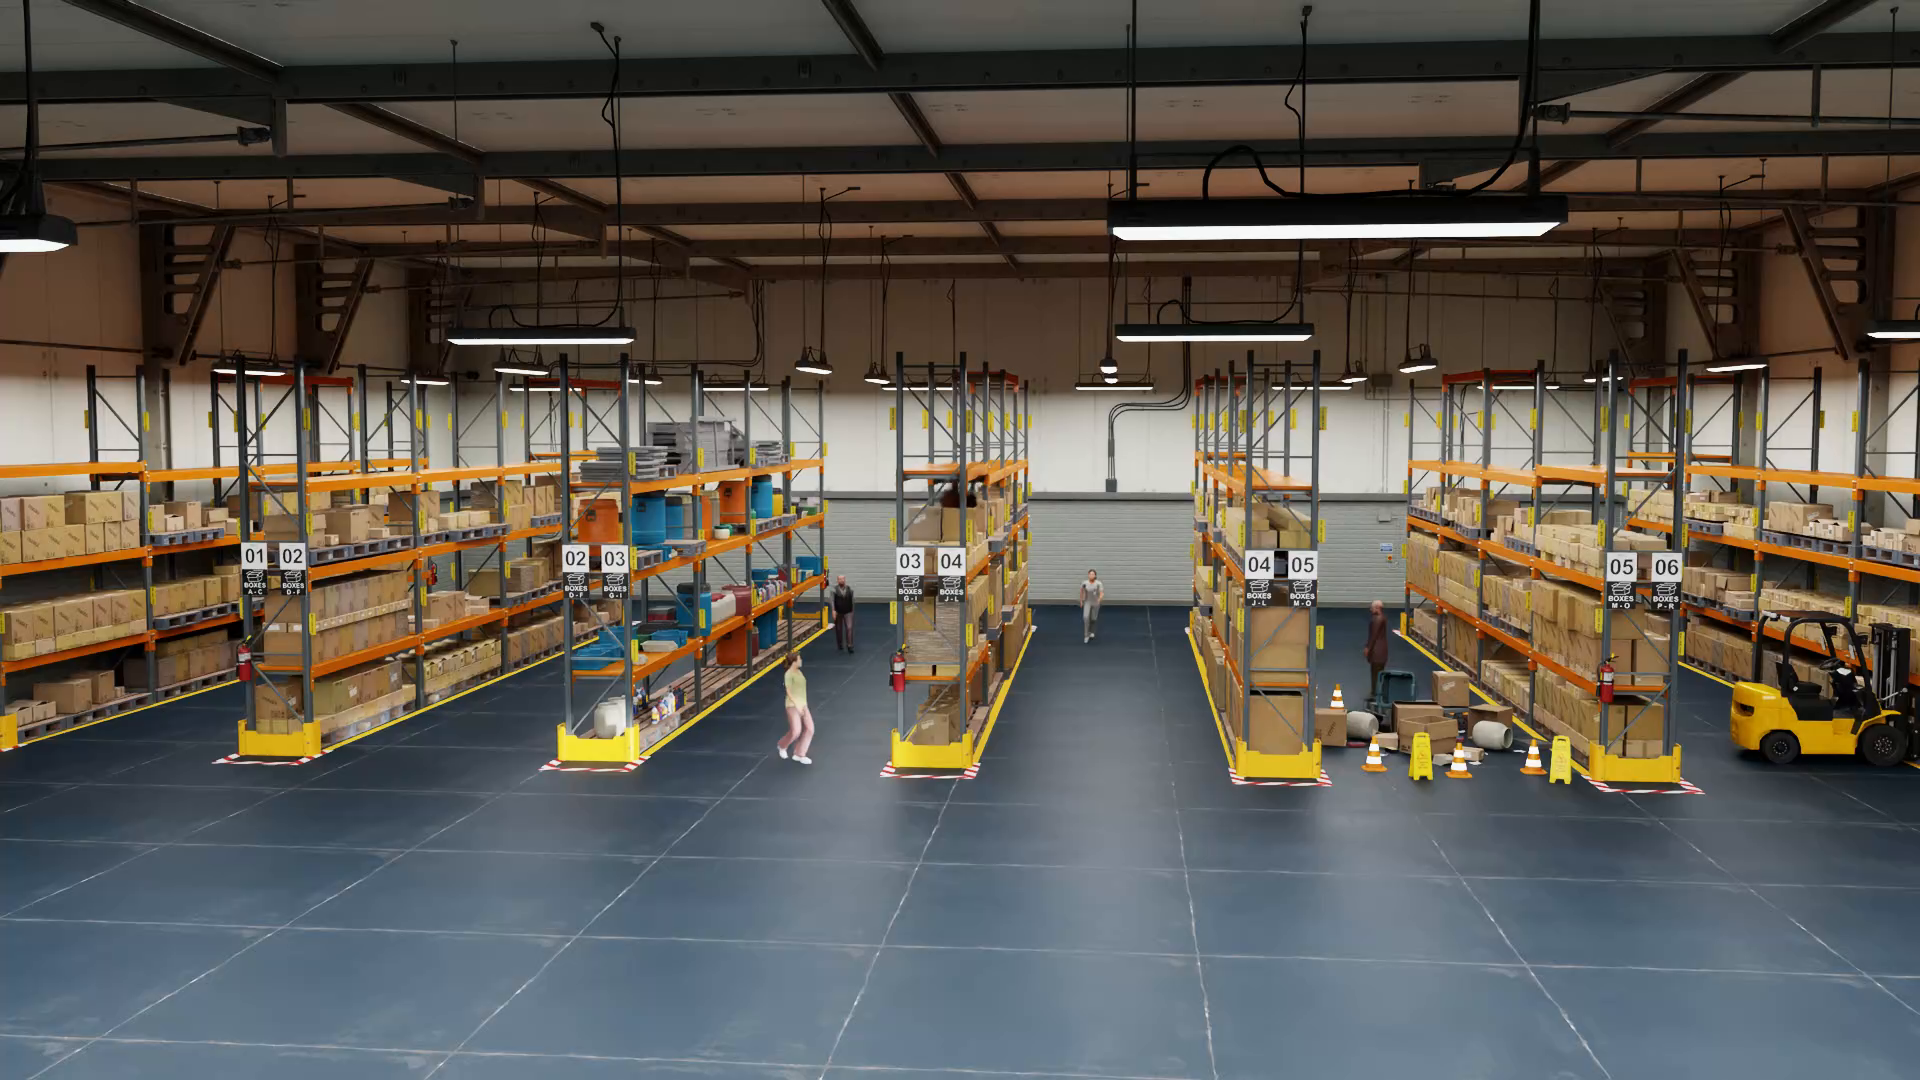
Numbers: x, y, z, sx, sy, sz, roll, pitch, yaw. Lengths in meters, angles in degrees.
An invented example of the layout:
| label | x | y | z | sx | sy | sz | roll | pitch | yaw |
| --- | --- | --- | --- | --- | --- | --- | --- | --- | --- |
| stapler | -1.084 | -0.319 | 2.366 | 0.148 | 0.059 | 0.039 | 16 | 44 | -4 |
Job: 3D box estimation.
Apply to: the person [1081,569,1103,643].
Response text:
| label | x | y | z | sx | sy | sz | roll | pitch | yaw |
| --- | --- | --- | --- | --- | --- | --- | --- | --- | --- |
| person | 3.016 | 1.493 | 38.086 | 0.531 | 1.651 | 0.973 | 1 | 4 | 7 |

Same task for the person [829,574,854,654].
| label | x | y | z | sx | sy | sz | roll | pitch | yaw |
| --- | --- | --- | --- | --- | --- | --- | --- | --- | --- |
| person | -2.544 | 1.582 | 35.895 | 0.552 | 1.671 | 0.984 | -1 | 4 | -8 |

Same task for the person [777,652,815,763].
| label | x | y | z | sx | sy | sz | roll | pitch | yaw |
| --- | --- | --- | --- | --- | --- | --- | --- | --- | --- |
| person | -2.413 | 2.452 | 24.502 | 0.611 | 1.627 | 0.567 | 2 | 5 | 31 |

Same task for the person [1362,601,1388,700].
| label | x | y | z | sx | sy | sz | roll | pitch | yaw |
| --- | --- | --- | --- | --- | --- | --- | --- | --- | --- |
| person | 7.487 | 1.984 | 29.949 | 0.415 | 1.793 | 0.601 | 2 | 5 | 28 |
